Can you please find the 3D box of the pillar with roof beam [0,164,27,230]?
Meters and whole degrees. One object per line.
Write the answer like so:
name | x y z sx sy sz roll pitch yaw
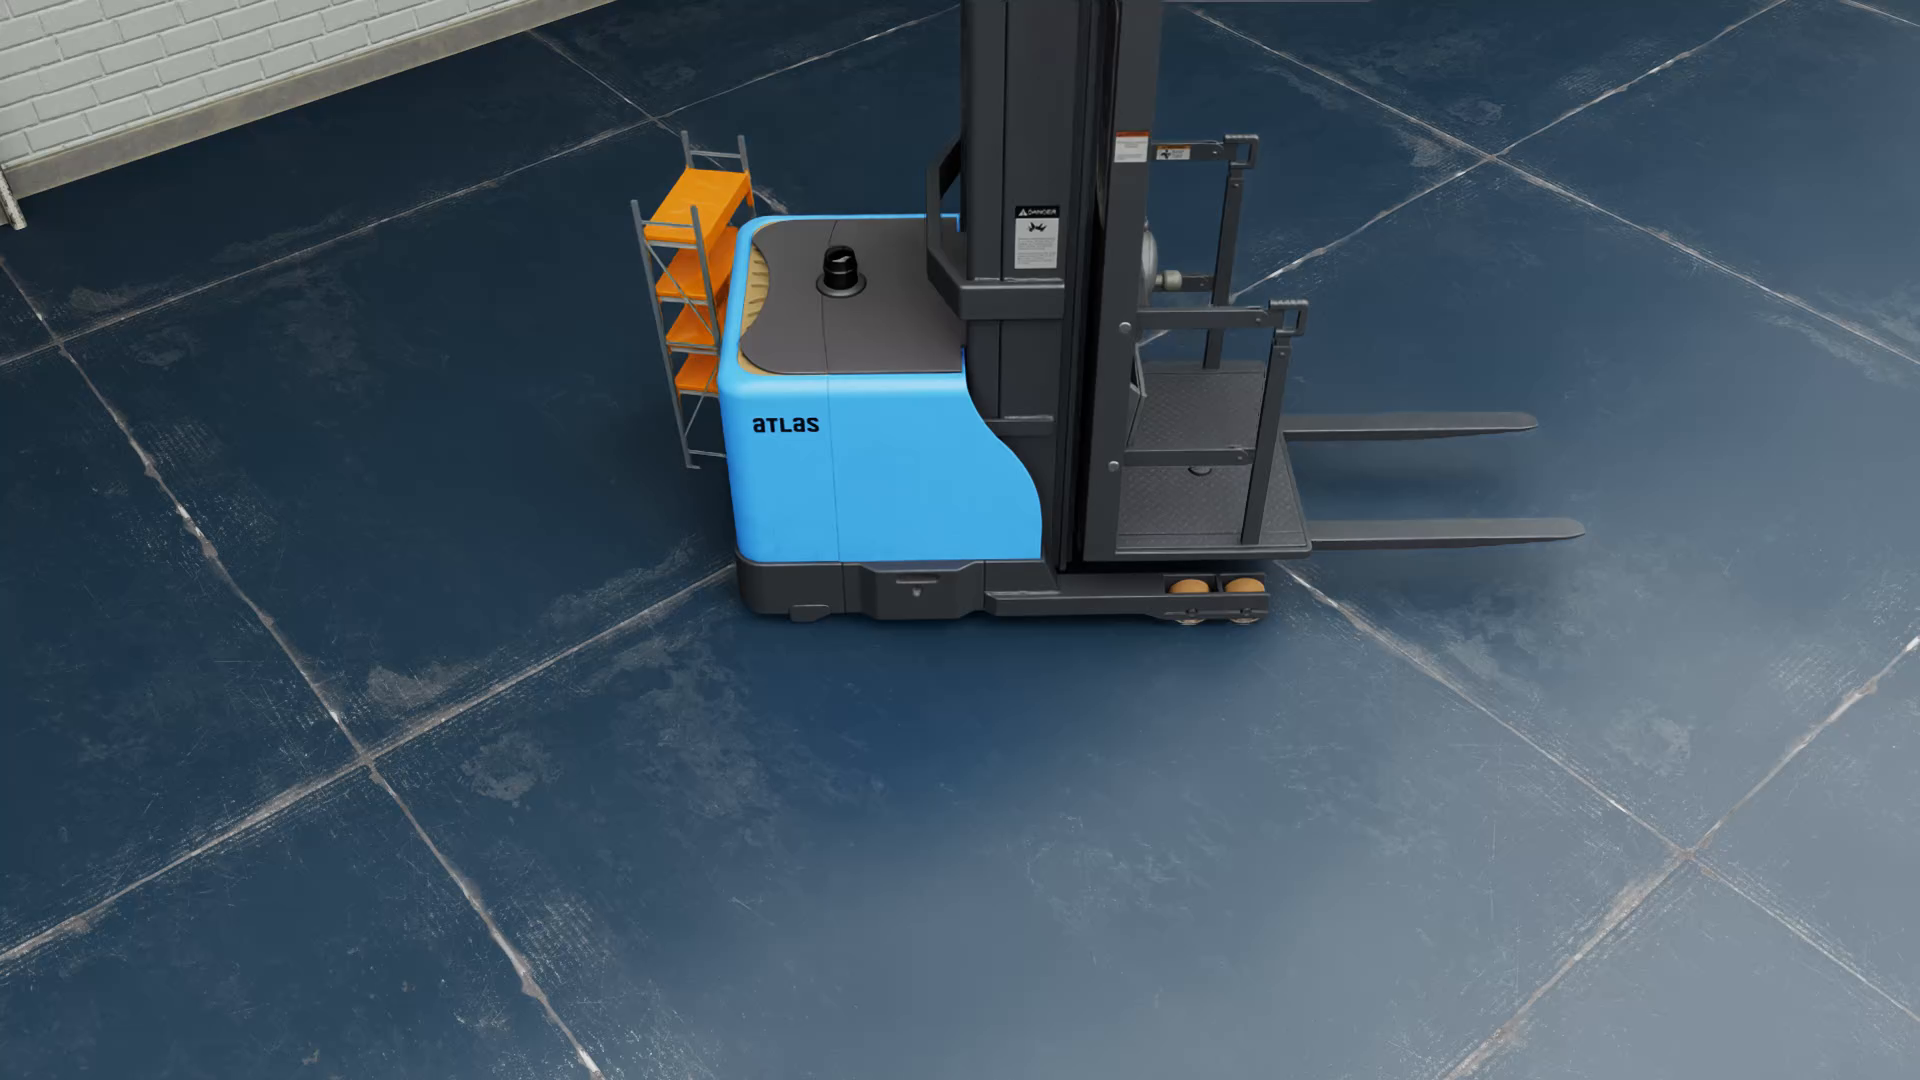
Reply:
pillar with roof beam | -1.874 -2.490 2.328 0.400 9.000 9.100 -30 51 -28

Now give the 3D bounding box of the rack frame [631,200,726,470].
rack frame | -0.989 -0.716 6.125 0.240 1.200 0.015 7 44 12

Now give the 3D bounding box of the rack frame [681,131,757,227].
rack frame | -0.873 -1.040 6.471 0.240 1.200 0.015 7 44 12

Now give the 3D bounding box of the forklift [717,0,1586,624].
forklift | 0.719 -1.134 5.317 3.031 2.935 1.130 -1 43 -1

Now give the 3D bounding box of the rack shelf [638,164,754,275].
rack shelf | -0.951 -1.167 6.033 0.258 0.148 0.480 7 44 12

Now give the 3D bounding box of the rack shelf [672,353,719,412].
rack shelf | -0.918 -0.682 6.477 0.258 0.148 0.480 7 44 12

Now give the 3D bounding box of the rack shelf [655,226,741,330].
rack shelf | -0.939 -0.993 6.193 0.258 0.148 0.480 7 44 12

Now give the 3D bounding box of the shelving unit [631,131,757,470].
shelving unit | -0.931 -0.878 6.298 0.258 1.200 0.503 7 44 12

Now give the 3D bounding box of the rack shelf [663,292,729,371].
rack shelf | -0.928 -0.828 6.344 0.258 0.148 0.480 7 44 12
